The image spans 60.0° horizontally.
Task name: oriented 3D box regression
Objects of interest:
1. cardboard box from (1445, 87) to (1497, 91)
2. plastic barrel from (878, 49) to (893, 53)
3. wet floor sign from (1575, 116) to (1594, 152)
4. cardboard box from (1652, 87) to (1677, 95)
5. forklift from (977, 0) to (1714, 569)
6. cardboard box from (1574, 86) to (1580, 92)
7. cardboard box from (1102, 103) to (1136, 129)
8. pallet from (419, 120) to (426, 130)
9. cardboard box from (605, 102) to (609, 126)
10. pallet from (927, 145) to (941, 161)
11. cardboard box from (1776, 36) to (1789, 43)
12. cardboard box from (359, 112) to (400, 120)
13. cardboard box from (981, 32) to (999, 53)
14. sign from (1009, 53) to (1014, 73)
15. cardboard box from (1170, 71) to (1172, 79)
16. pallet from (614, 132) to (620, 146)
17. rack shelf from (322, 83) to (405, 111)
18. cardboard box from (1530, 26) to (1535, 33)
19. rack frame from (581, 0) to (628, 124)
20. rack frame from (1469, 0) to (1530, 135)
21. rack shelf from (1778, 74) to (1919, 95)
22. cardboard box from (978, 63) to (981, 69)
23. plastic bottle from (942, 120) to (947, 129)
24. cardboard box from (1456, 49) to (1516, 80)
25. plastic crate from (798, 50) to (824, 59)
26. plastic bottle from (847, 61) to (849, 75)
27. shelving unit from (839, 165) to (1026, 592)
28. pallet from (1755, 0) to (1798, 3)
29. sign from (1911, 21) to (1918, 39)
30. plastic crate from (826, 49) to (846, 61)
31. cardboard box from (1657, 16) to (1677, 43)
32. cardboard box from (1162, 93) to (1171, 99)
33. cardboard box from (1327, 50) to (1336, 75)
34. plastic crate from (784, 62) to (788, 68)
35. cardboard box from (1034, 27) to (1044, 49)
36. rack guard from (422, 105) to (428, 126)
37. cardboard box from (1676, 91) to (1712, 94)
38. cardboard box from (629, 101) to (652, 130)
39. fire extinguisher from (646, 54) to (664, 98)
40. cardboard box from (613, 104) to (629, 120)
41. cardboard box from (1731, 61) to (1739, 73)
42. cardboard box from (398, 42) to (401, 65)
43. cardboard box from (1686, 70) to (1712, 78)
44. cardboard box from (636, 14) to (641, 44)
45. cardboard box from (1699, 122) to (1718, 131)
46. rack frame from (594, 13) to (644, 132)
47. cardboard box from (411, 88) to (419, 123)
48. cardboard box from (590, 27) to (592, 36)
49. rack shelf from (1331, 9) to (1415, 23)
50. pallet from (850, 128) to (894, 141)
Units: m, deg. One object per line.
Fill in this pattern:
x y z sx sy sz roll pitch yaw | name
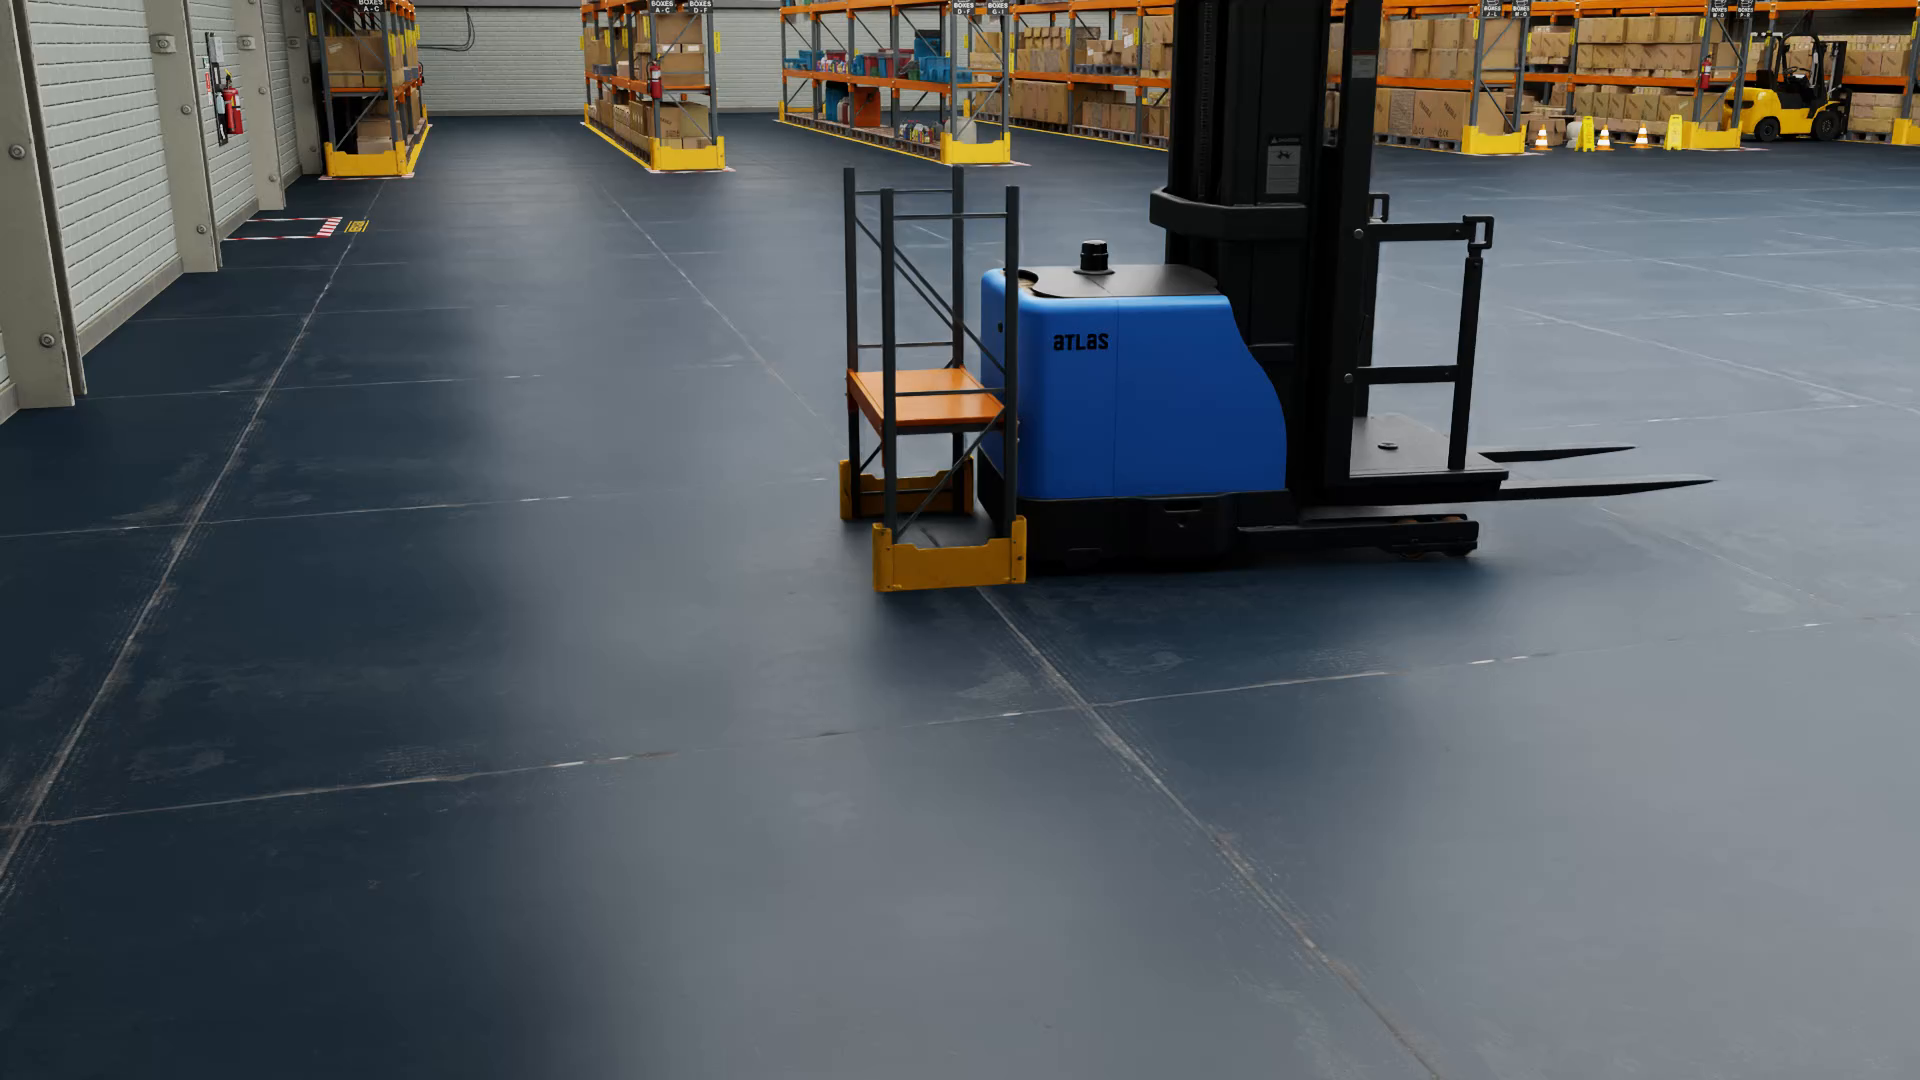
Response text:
12.313 -10.651 40.160 0.875 0.875 0.875 -5 17 -16 | cardboard box
-1.449 -10.056 34.977 0.600 0.536 0.708 -5 17 -15 | plastic barrel
11.801 -7.659 31.327 0.267 0.644 0.232 -8 18 -25 | wet floor sign
13.985 -8.908 33.013 0.380 0.149 0.250 -4 17 -14 | cardboard box
1.640 -1.469 6.748 3.031 2.935 1.130 -3 17 -9 | forklift
16.258 -11.749 43.338 0.380 0.149 0.250 -5 17 -16 | cardboard box
3.425 -9.008 35.305 0.700 0.500 0.500 -3 17 -11 | cardboard box
-12.966 -9.637 38.668 1.003 0.211 1.213 -5 17 -15 | pallet
-7.407 -9.246 36.098 0.500 0.500 0.500 -5 18 -17 | cardboard box
0.046 -6.789 29.186 1.003 0.211 1.213 -5 17 -15 | pallet
18.096 -10.946 36.361 0.380 0.149 0.250 -4 17 -14 | cardboard box
-10.804 -7.704 30.966 0.700 0.500 0.500 -4 17 -15 | cardboard box
0.853 -12.694 42.437 0.500 0.500 0.500 -5 17 -17 | cardboard box
0.861 -8.057 28.079 0.100 0.325 0.005 -5 17 -15 | sign
4.188 -8.763 31.346 0.380 0.149 0.250 -5 17 -15 | cardboard box
-6.443 -8.138 33.677 1.003 0.211 1.213 -5 17 -15 | pallet
-9.745 -7.307 27.315 1.077 0.370 4.000 -5 17 -15 | rack shelf
13.143 -11.542 37.613 0.380 0.149 0.250 -6 18 -18 | cardboard box
-8.830 -11.917 41.411 1.000 3.000 0.127 -5 17 -15 | rack frame
9.889 -8.638 30.494 1.000 3.000 0.127 -5 17 -15 | rack frame
18.843 -9.659 35.145 1.077 0.370 4.000 -5 17 -15 | rack shelf
0.691 -12.241 42.926 0.380 0.149 0.250 -5 17 -16 | cardboard box
-0.262 -7.722 31.285 0.144 0.351 0.185 -6 18 -18 | plastic bottle
9.744 -8.809 30.802 0.875 0.550 0.550 -5 17 -15 | cardboard box
-3.795 -12.275 42.438 0.616 0.435 0.499 -5 17 -15 | plastic crate
-2.389 -10.117 35.622 0.061 0.283 0.133 -5 17 -15 | plastic bottle
-0.136 -0.688 6.636 0.587 1.500 1.083 -3 17 -11 | shelving unit
18.038 -12.145 37.288 0.805 0.209 1.217 -5 18 -17 | pallet
18.867 -10.079 32.869 0.100 0.325 0.005 -5 17 -15 | sign
-2.972 -11.527 39.898 0.402 0.464 0.583 -5 17 -15 | plastic crate
14.139 -9.991 32.570 0.700 0.500 0.500 -5 17 -15 | cardboard box
5.595 -11.804 44.225 0.380 0.149 0.250 -6 18 -18 | cardboard box
8.112 -10.195 35.504 0.500 0.500 0.500 -5 17 -15 | cardboard box
-4.307 -12.021 42.109 0.250 0.136 0.298 -5 17 -15 | plastic crate
2.156 -11.754 38.952 0.797 0.503 0.637 -5 17 -15 | cardboard box
-13.599 -10.334 40.485 1.175 0.500 0.348 -5 17 -15 | rack guard
17.539 -10.373 39.670 0.875 0.625 0.625 -4 17 -13 | cardboard box
-5.706 -7.688 30.079 0.500 0.500 0.500 -5 17 -15 | cardboard box
-4.847 -7.385 26.457 0.296 0.674 0.183 -5 17 -15 | fire extinguisher
-6.770 -8.689 33.739 0.500 0.311 0.500 -4 17 -13 | cardboard box
17.760 -10.742 37.761 0.500 0.250 0.500 -5 17 -16 | cardboard box
-9.596 -8.118 27.686 0.500 0.500 0.500 -5 17 -17 | cardboard box
14.313 -9.023 32.214 0.380 0.149 0.250 -4 17 -13 | cardboard box
-5.405 -9.145 29.753 0.700 0.500 0.500 -5 17 -15 | cardboard box
14.665 -8.186 33.040 0.500 0.250 0.500 -5 17 -16 | cardboard box
-7.731 -10.811 37.728 1.000 3.000 0.127 -5 17 -15 | rack frame
-12.189 -9.420 36.105 0.750 0.750 0.750 -4 17 -15 | cardboard box
-8.262 -11.598 38.438 0.500 0.500 0.500 -5 17 -16 | cardboard box
10.774 -14.022 44.453 1.077 0.370 4.000 -5 17 -15 | rack shelf
-1.693 -8.542 35.022 1.003 0.211 1.213 -5 17 -15 | pallet
